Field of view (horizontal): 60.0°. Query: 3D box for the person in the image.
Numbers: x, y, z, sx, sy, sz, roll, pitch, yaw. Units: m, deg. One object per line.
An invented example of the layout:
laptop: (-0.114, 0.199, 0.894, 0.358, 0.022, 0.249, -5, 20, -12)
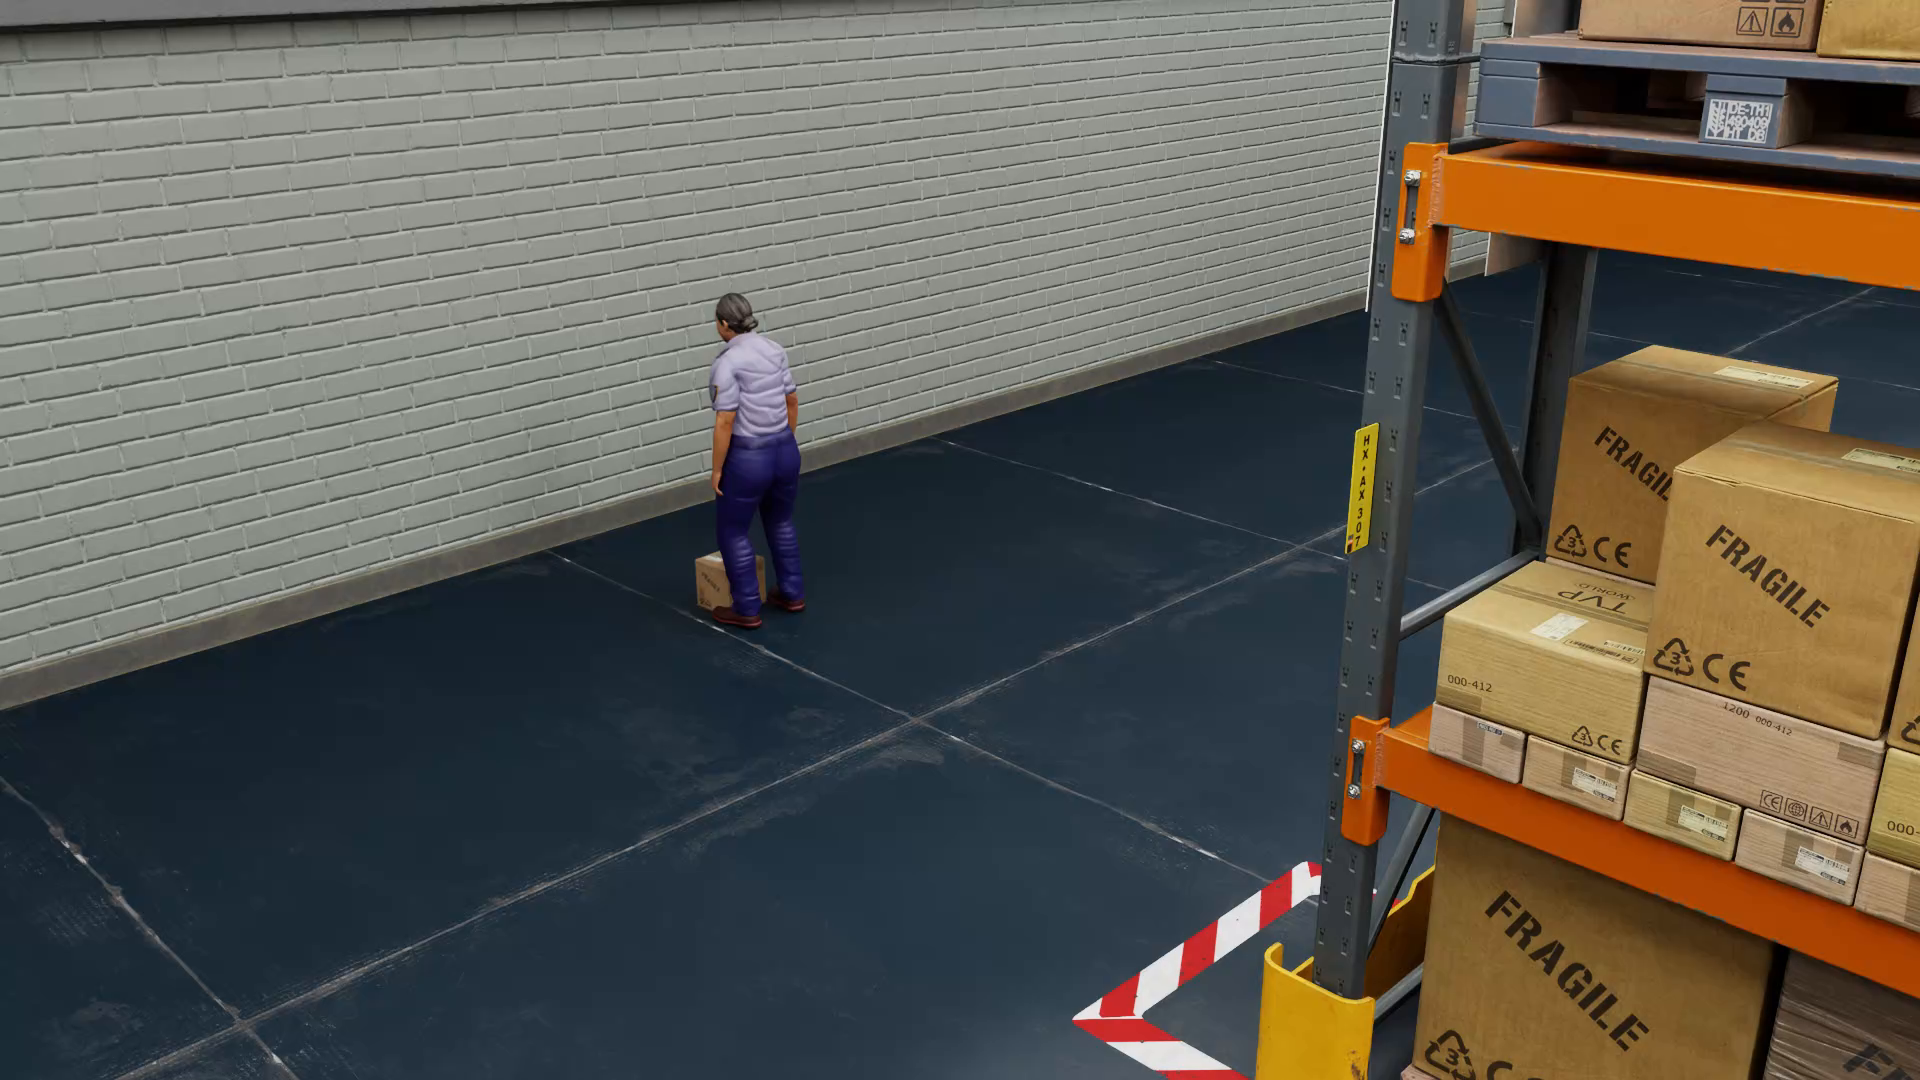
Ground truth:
person: (-1.012, -0.391, 8.127, 0.341, 1.650, 0.548, 18, 27, 39)
